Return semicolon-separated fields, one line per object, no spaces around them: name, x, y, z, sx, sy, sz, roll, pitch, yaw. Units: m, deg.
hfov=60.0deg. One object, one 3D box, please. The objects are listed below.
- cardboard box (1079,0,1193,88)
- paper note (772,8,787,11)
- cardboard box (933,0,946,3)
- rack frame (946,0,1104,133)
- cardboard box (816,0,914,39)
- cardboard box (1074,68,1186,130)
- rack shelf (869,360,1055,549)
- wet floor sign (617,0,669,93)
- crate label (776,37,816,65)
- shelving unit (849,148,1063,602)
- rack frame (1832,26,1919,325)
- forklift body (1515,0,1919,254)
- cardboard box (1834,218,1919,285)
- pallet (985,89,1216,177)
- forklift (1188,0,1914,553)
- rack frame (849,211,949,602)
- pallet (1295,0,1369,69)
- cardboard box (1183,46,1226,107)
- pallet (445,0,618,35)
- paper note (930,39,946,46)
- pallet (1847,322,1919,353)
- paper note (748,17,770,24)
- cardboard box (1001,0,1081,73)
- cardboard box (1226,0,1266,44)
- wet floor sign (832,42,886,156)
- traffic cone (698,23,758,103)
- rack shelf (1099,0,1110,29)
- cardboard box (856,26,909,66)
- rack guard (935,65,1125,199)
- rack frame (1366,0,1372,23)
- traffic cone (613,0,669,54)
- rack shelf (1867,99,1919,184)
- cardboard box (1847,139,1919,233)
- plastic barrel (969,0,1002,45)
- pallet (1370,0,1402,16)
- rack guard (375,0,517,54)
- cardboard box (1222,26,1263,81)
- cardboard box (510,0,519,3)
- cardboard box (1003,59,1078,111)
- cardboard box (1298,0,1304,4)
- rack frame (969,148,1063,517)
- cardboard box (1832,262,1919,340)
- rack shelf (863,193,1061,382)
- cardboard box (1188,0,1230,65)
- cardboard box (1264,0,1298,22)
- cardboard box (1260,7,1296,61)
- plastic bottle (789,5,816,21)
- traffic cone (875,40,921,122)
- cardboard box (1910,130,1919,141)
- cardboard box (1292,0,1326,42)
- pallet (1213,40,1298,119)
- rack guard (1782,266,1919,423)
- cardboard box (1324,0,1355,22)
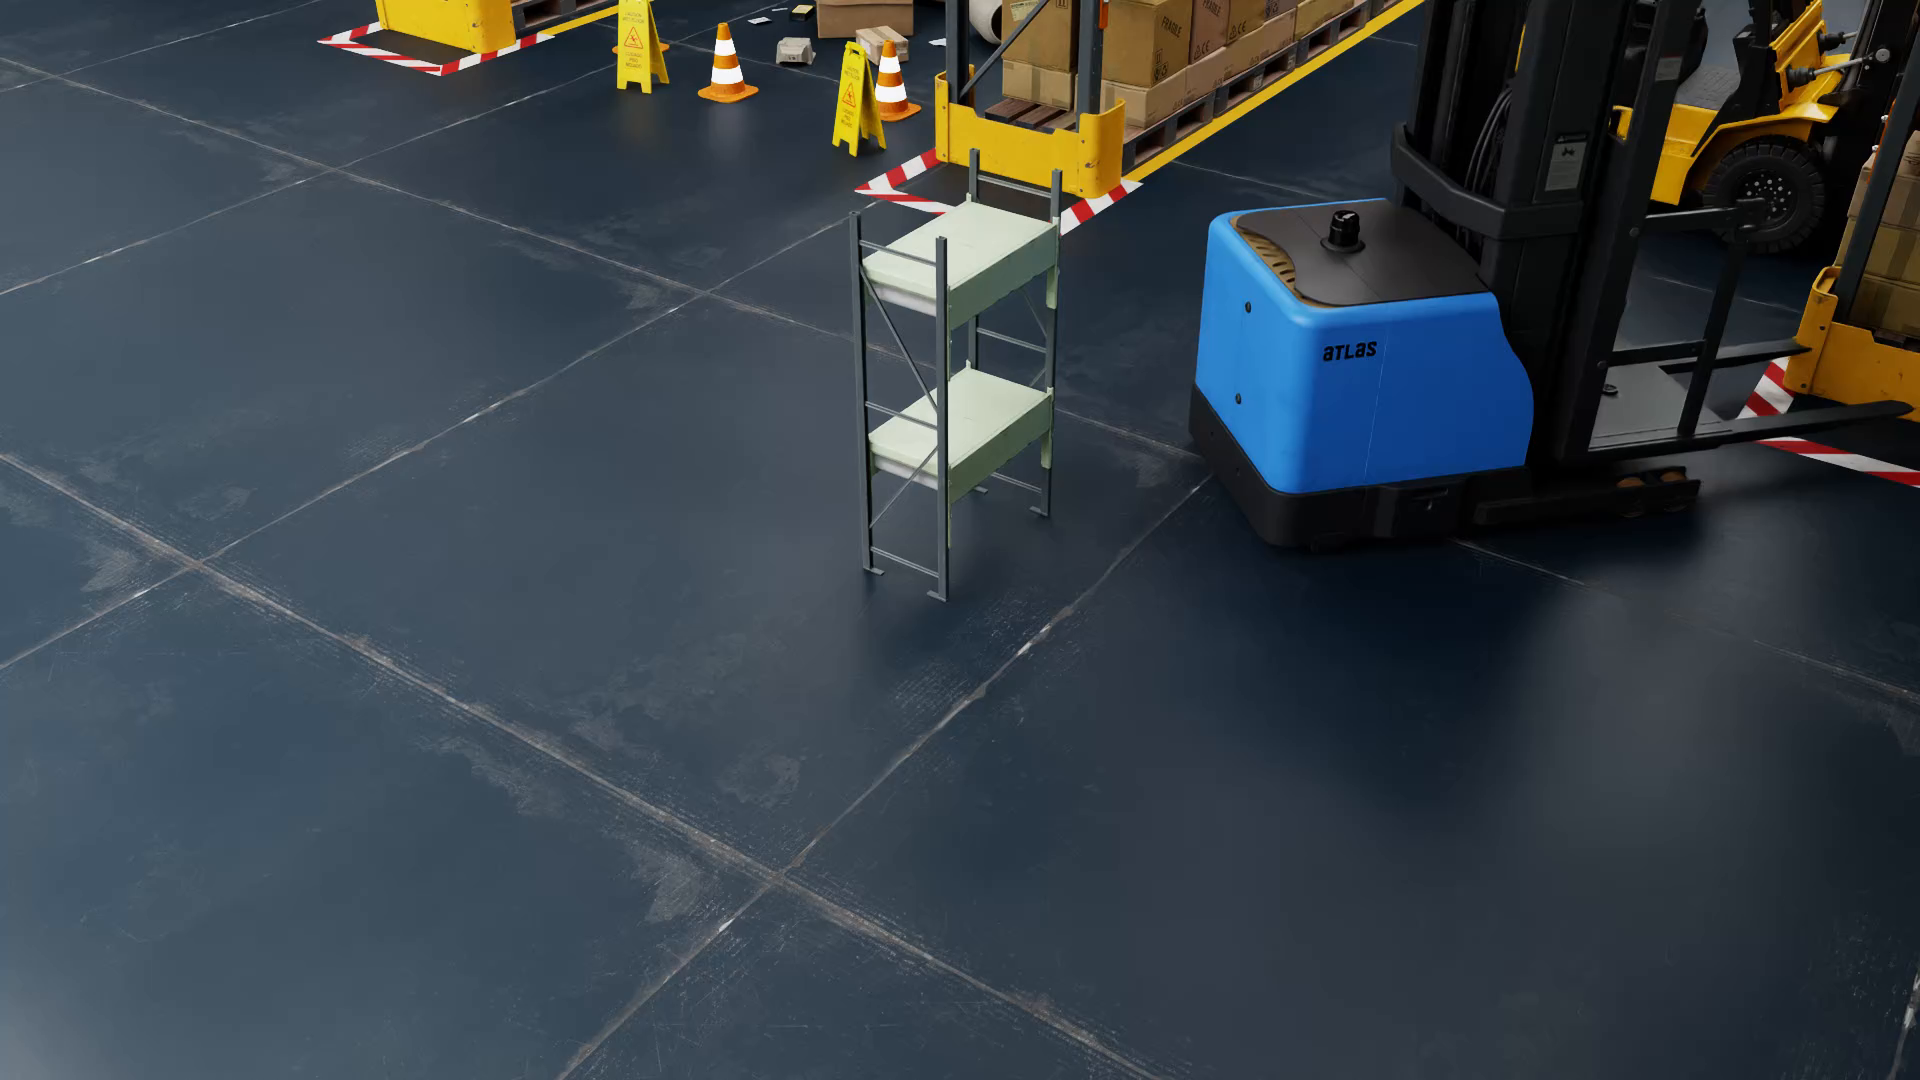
cardboard box;1.060;-3.086;10.046;0.500;0.500;0.500;20;39;27
paper note;-1.384;-4.072;12.763;0.123;0.001;0.032;-15;37;-21
cardboard box;-0.192;-4.518;12.861;0.797;0.637;0.503;21;39;28
rack frame;0.360;-3.446;9.168;1.000;3.000;0.127;21;39;28
cardboard box;-0.719;-4.029;12.259;0.797;0.503;0.637;-3;34;-4
cardboard box;1.047;-2.764;10.239;0.500;0.250;0.500;21;39;28
rack shelf;-0.004;-0.348;6.508;0.431;0.370;0.720;21;39;28
wet floor sign;-2.154;-3.360;11.142;0.267;0.644;0.232;14;37;20
crate label;-1.163;-3.450;11.729;0.250;0.136;0.298;3;34;4
shelving unit;-0.004;-0.618;6.325;0.431;1.500;0.755;21;39;28
rack frame;4.440;-1.863;6.827;1.000;3.000;0.127;21;39;28
forklift body;4.022;-2.966;9.216;2.313;2.155;1.214;21;39;28
cardboard box;4.460;-1.428;7.818;0.500;0.250;0.500;21;39;28
pallet;0.895;-2.689;10.537;1.003;0.211;1.213;21;39;28
forklift;2.579;-1.589;6.483;3.031;2.935;1.130;-7;35;-11
rack frame;-0.212;-0.450;6.076;0.400;1.500;0.023;21;39;28
pallet;2.286;-3.812;12.198;1.003;0.211;1.213;21;39;28
cardboard box;1.344;-2.997;10.583;0.500;0.250;0.500;23;40;30
pallet;-3.373;-4.219;12.800;1.003;0.211;1.213;21;39;28
paper note;-0.129;-3.625;12.094;0.142;0.019;0.148;-22;40;-29
pallet;4.841;-1.073;8.148;1.003;0.211;1.213;21;39;28
paper note;-1.499;-3.910;12.507;0.142;0.017;0.144;-22;40;-29
cardboard box;0.602;-3.244;10.279;0.500;0.500;0.500;22;40;28
cardboard box;1.647;-3.556;10.741;0.500;0.500;0.500;22;40;29
wet floor sign;-0.628;-2.725;10.204;0.232;0.644;0.267;-22;40;-29
traffic cone;-1.561;-3.203;11.074;0.336;0.463;0.334;21;39;28
rack shelf;1.500;-4.069;10.731;1.077;0.370;4.000;21;39;28
cardboard box;-0.553;-3.513;11.813;0.250;0.149;0.380;-15;37;-21
rack guard;0.403;-2.446;9.920;1.175;0.500;0.348;21;39;28
rack frame;2.640;-5.287;11.891;1.000;3.000;0.127;21;39;28
traffic cone;-2.295;-3.721;11.839;0.336;0.463;0.334;21;39;28
rack shelf;5.580;-2.485;8.389;1.077;0.370;4.000;21;39;28
cardboard box;4.446;-1.623;7.660;0.500;0.250;0.500;23;40;30
plastic barrel;0.294;-3.813;12.011;0.421;0.421;0.512;-9;35;-13
pallet;3.083;-4.491;13.202;1.003;0.211;1.213;21;39;28
rack guard;-3.778;-3.934;12.122;1.175;0.500;0.348;21;39;28
cardboard box;1.645;-3.252;10.960;0.500;0.250;0.500;24;41;31
cardboard box;-3.432;-4.608;12.408;0.875;0.875;0.875;21;40;28
cardboard box;0.613;-2.950;10.515;0.500;0.250;0.500;21;39;28
cardboard box;2.235;-4.040;11.457;0.500;0.500;0.500;22;40;29
rack frame;0.205;-0.787;6.574;0.400;1.500;0.023;21;39;28
cardboard box;4.448;-1.215;7.948;0.500;0.250;0.500;22;40;28
rack shelf;-0.004;-0.941;6.107;0.431;0.370;0.720;21;39;28
cardboard box;1.354;-3.328;10.404;0.500;0.500;0.500;20;39;27
cardboard box;1.945;-3.805;11.109;0.500;0.500;0.500;24;41;31
cardboard box;1.935;-3.483;11.303;0.500;0.250;0.500;22;40;29
plastic bottle;-1.189;-4.013;12.630;0.133;0.061;0.283;8;35;12
traffic cone;-0.455;-3.005;10.781;0.336;0.463;0.334;21;39;28
cardboard box;4.732;-1.860;8.010;0.500;0.250;0.500;22;40;29
cardboard box;2.229;-3.716;11.647;0.500;0.250;0.500;20;39;27
pallet;1.591;-3.248;11.364;1.003;0.211;1.213;21;39;28
rack guard;4.426;-0.816;7.510;1.175;0.500;0.348;21;39;28
cardboard box;2.524;-3.964;12.014;0.500;0.250;0.500;23;40;30
